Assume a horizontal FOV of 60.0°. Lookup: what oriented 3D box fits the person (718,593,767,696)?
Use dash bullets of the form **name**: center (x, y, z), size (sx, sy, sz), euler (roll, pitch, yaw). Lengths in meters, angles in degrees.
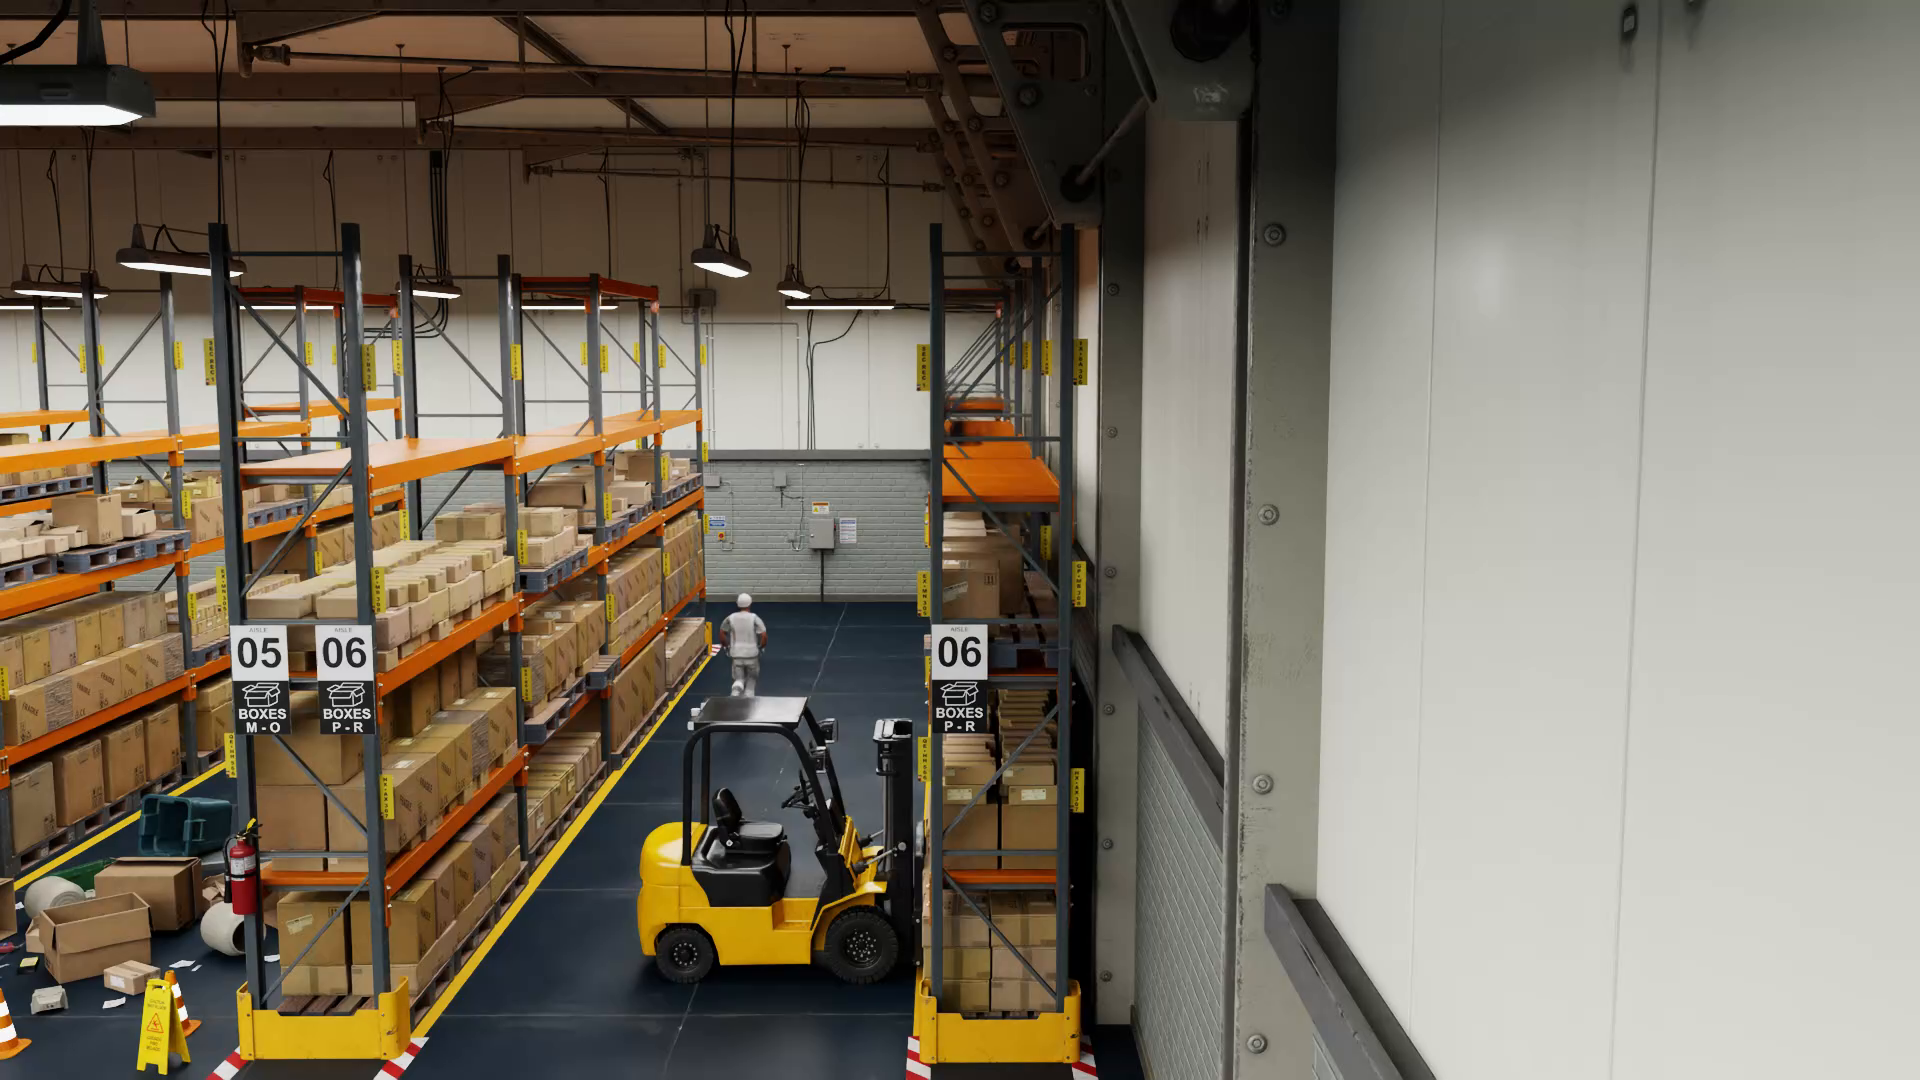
- **person**: center (-3.007, 1.617, 23.075), size (0.682, 1.749, 0.687), euler (0, 7, 1)
